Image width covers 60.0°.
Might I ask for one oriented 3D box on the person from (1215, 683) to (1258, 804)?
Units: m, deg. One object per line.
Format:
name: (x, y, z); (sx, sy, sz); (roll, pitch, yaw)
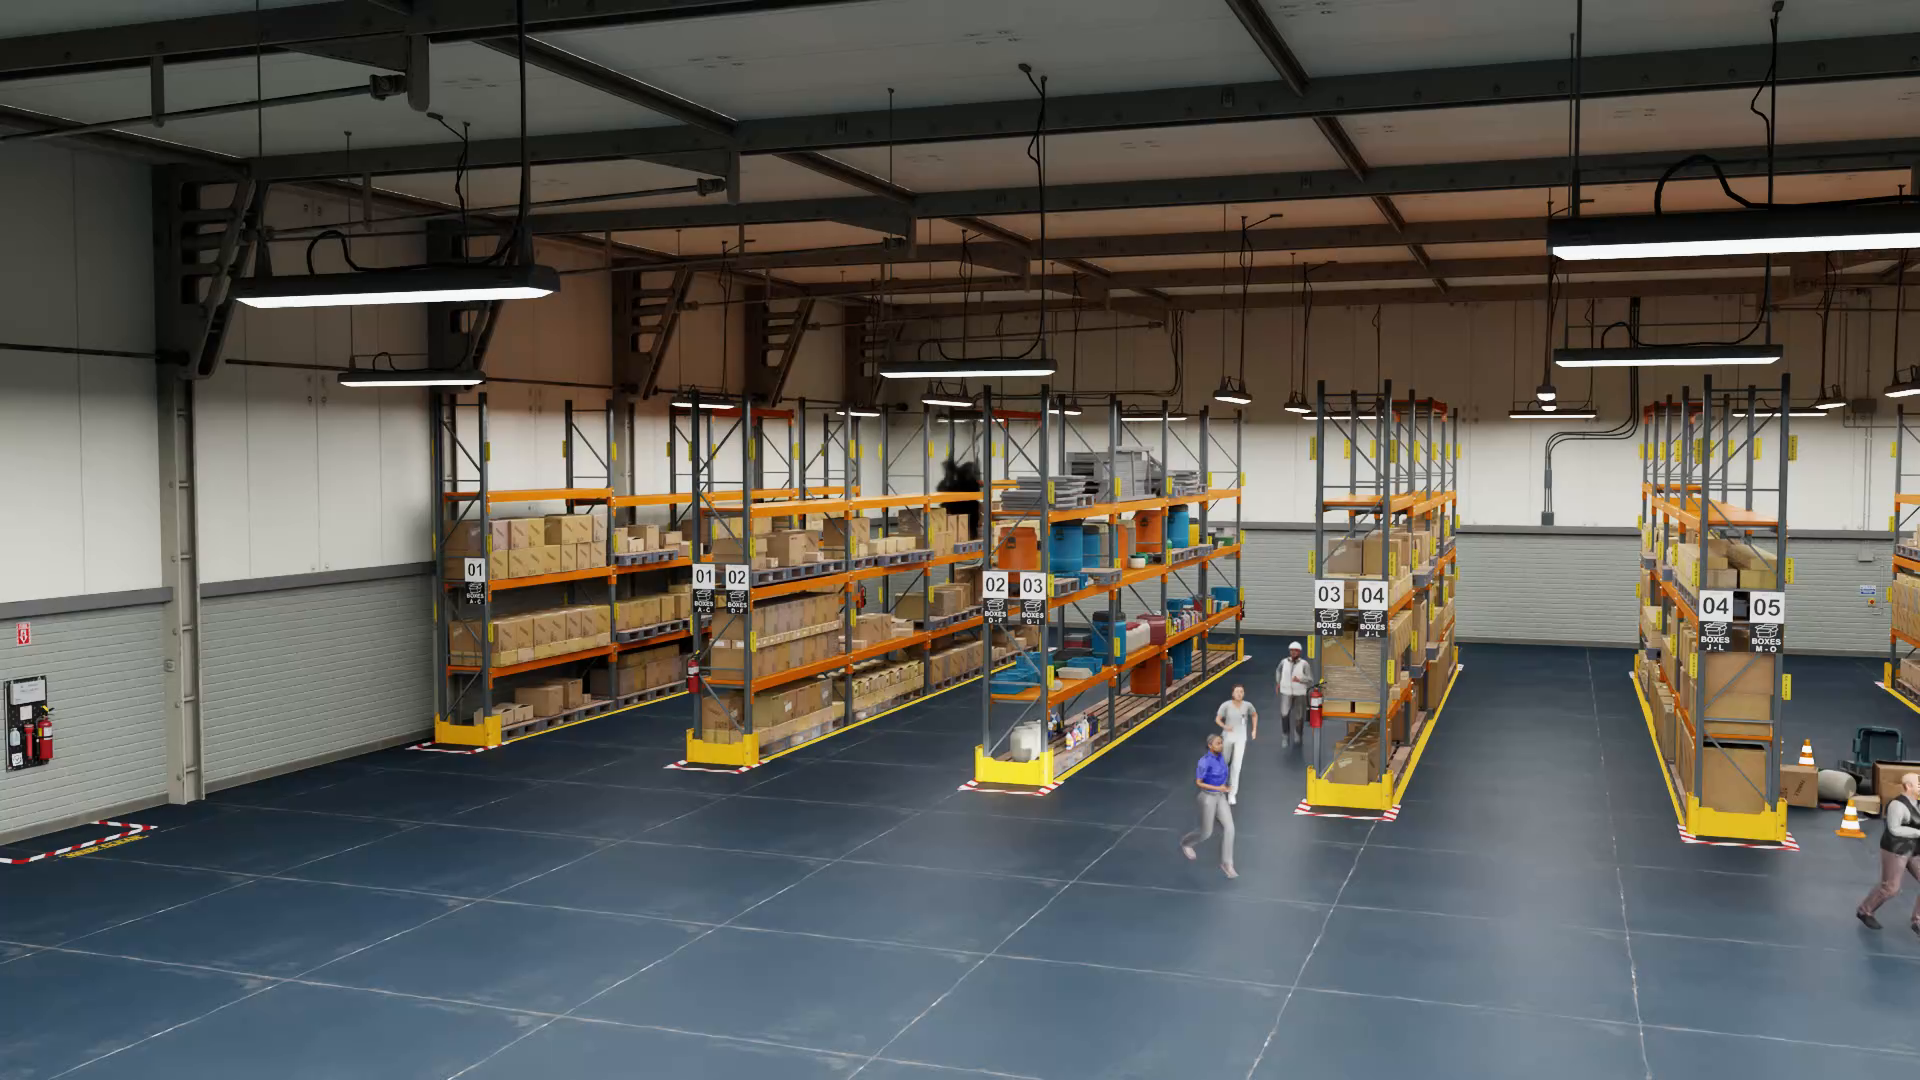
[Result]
person: (3.980, 2.889, 23.946); (0.618, 1.678, 0.908); (0, 3, 5)

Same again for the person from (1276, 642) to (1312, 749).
person: (5.635, 2.626, 28.119); (0.629, 1.814, 0.735); (1, 3, 17)

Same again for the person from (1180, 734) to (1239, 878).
person: (2.966, 3.150, 19.806); (0.584, 1.688, 0.894); (-3, 4, -42)

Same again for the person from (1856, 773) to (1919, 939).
person: (9.632, 3.243, 17.048); (0.678, 1.763, 0.852); (-2, 4, -31)
